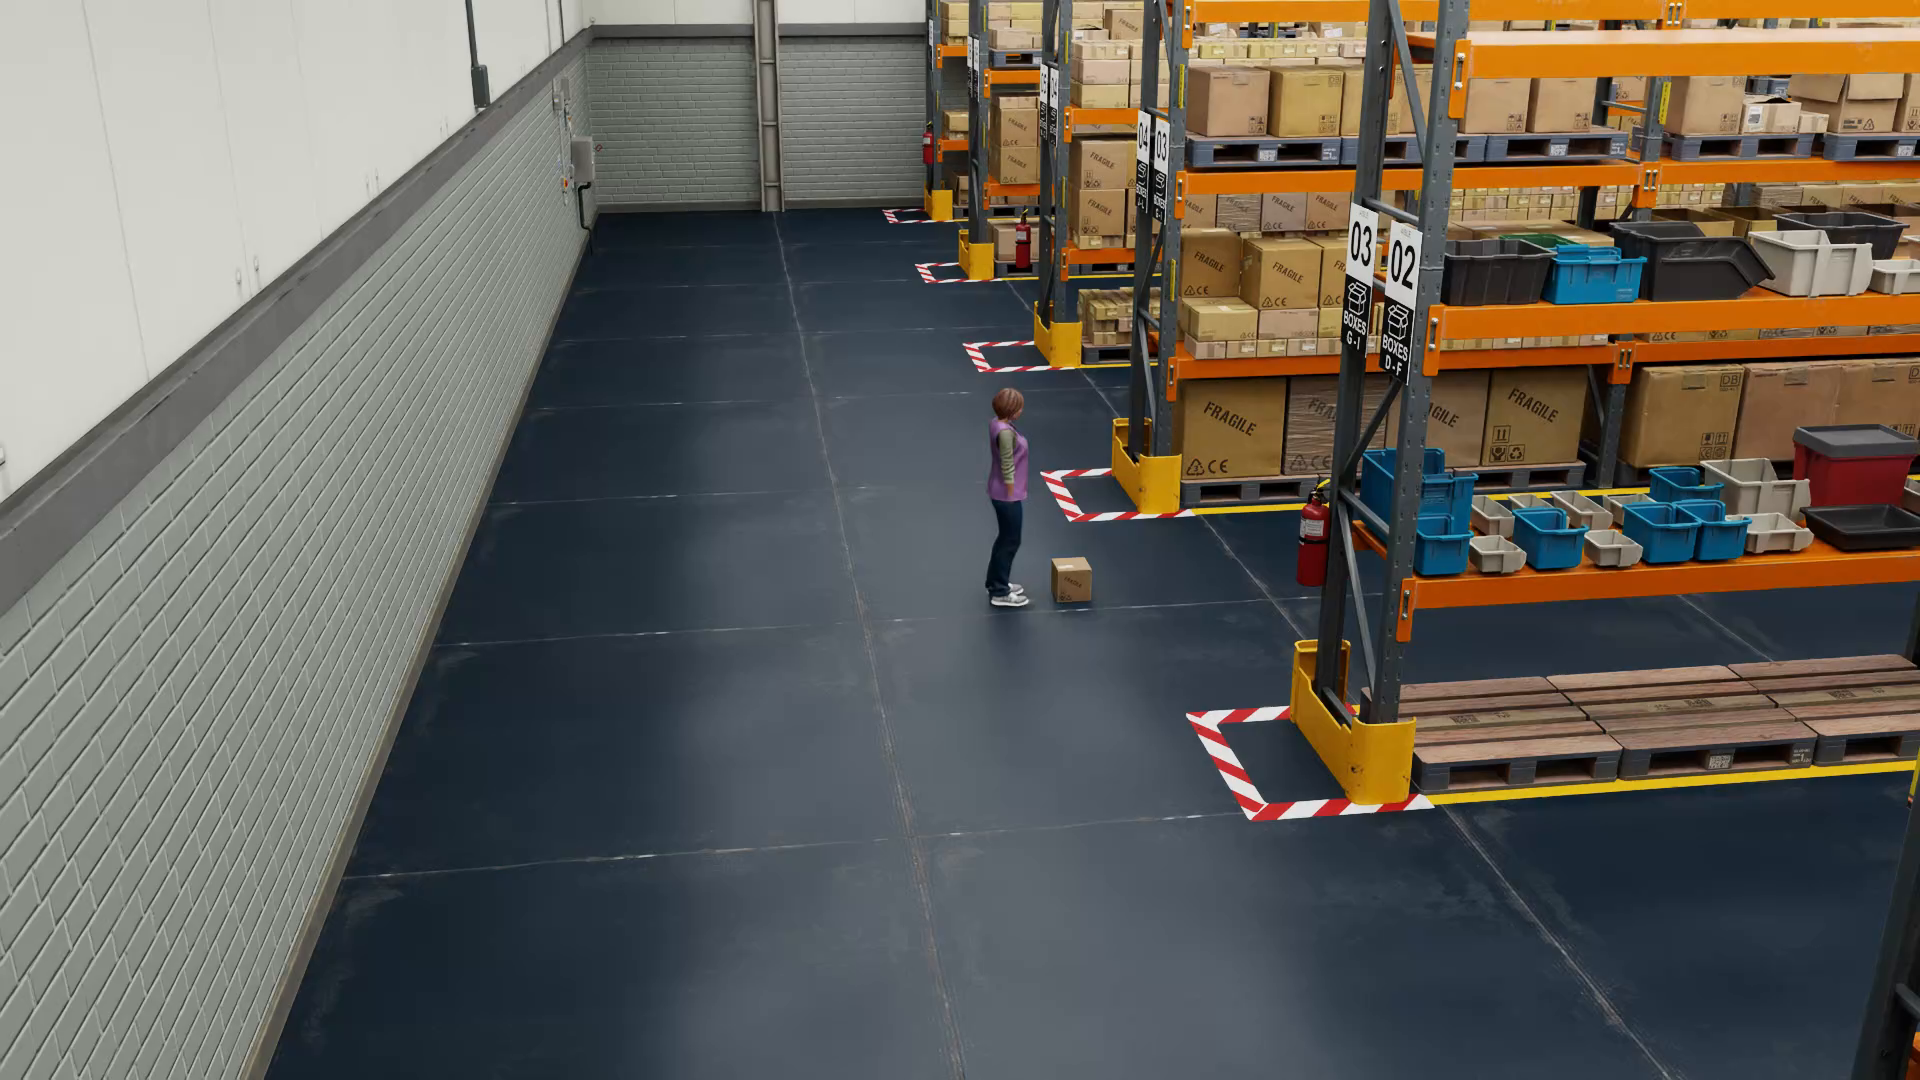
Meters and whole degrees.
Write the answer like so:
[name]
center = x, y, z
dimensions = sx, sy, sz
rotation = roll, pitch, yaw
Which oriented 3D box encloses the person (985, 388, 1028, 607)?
[person]
center = 0.338, -0.316, 11.959
dimensions = 0.302, 1.591, 0.406
rotation = -2, 20, -6
